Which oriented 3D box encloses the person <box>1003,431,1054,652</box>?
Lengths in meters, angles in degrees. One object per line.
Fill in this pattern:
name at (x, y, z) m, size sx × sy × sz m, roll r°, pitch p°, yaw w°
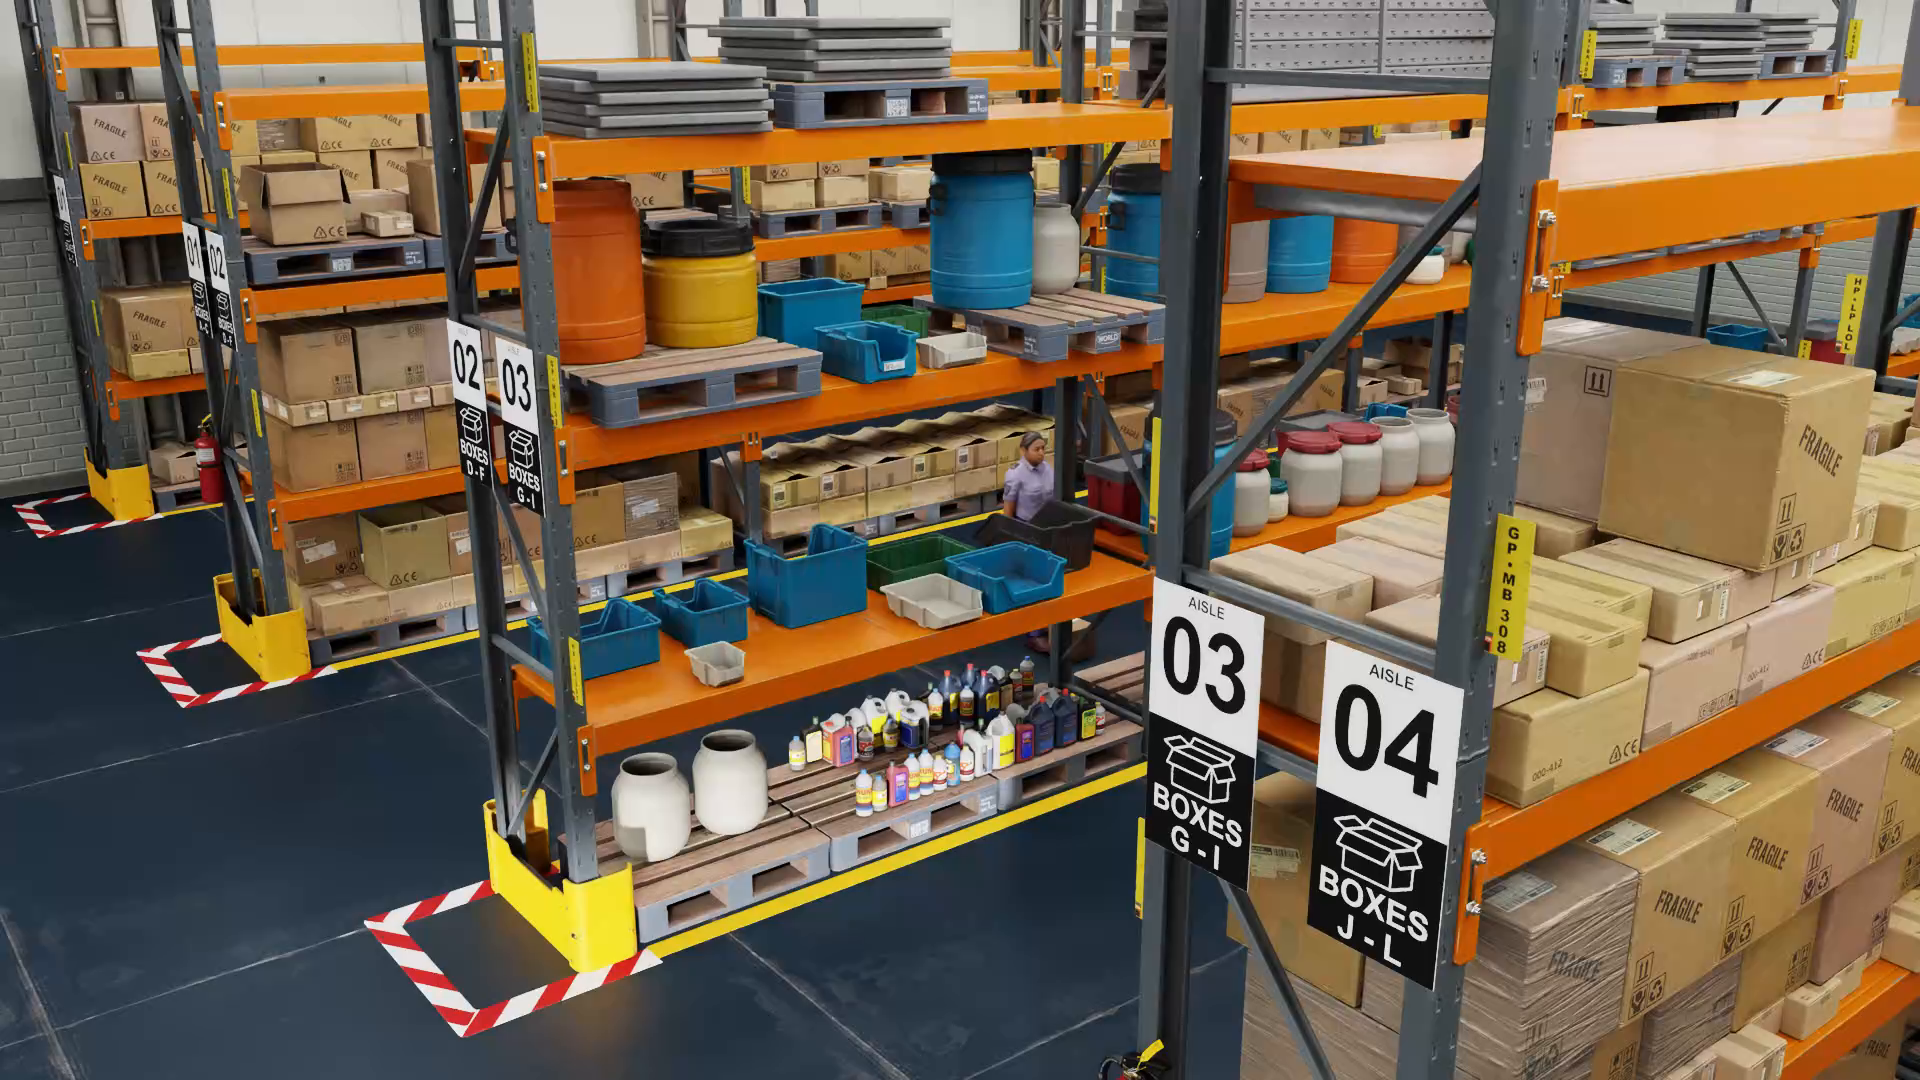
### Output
person at (0.604, -0.017, 12.611) m, size 0.495 × 1.640 × 0.637 m, roll -17°, pitch 24°, yaw -42°
